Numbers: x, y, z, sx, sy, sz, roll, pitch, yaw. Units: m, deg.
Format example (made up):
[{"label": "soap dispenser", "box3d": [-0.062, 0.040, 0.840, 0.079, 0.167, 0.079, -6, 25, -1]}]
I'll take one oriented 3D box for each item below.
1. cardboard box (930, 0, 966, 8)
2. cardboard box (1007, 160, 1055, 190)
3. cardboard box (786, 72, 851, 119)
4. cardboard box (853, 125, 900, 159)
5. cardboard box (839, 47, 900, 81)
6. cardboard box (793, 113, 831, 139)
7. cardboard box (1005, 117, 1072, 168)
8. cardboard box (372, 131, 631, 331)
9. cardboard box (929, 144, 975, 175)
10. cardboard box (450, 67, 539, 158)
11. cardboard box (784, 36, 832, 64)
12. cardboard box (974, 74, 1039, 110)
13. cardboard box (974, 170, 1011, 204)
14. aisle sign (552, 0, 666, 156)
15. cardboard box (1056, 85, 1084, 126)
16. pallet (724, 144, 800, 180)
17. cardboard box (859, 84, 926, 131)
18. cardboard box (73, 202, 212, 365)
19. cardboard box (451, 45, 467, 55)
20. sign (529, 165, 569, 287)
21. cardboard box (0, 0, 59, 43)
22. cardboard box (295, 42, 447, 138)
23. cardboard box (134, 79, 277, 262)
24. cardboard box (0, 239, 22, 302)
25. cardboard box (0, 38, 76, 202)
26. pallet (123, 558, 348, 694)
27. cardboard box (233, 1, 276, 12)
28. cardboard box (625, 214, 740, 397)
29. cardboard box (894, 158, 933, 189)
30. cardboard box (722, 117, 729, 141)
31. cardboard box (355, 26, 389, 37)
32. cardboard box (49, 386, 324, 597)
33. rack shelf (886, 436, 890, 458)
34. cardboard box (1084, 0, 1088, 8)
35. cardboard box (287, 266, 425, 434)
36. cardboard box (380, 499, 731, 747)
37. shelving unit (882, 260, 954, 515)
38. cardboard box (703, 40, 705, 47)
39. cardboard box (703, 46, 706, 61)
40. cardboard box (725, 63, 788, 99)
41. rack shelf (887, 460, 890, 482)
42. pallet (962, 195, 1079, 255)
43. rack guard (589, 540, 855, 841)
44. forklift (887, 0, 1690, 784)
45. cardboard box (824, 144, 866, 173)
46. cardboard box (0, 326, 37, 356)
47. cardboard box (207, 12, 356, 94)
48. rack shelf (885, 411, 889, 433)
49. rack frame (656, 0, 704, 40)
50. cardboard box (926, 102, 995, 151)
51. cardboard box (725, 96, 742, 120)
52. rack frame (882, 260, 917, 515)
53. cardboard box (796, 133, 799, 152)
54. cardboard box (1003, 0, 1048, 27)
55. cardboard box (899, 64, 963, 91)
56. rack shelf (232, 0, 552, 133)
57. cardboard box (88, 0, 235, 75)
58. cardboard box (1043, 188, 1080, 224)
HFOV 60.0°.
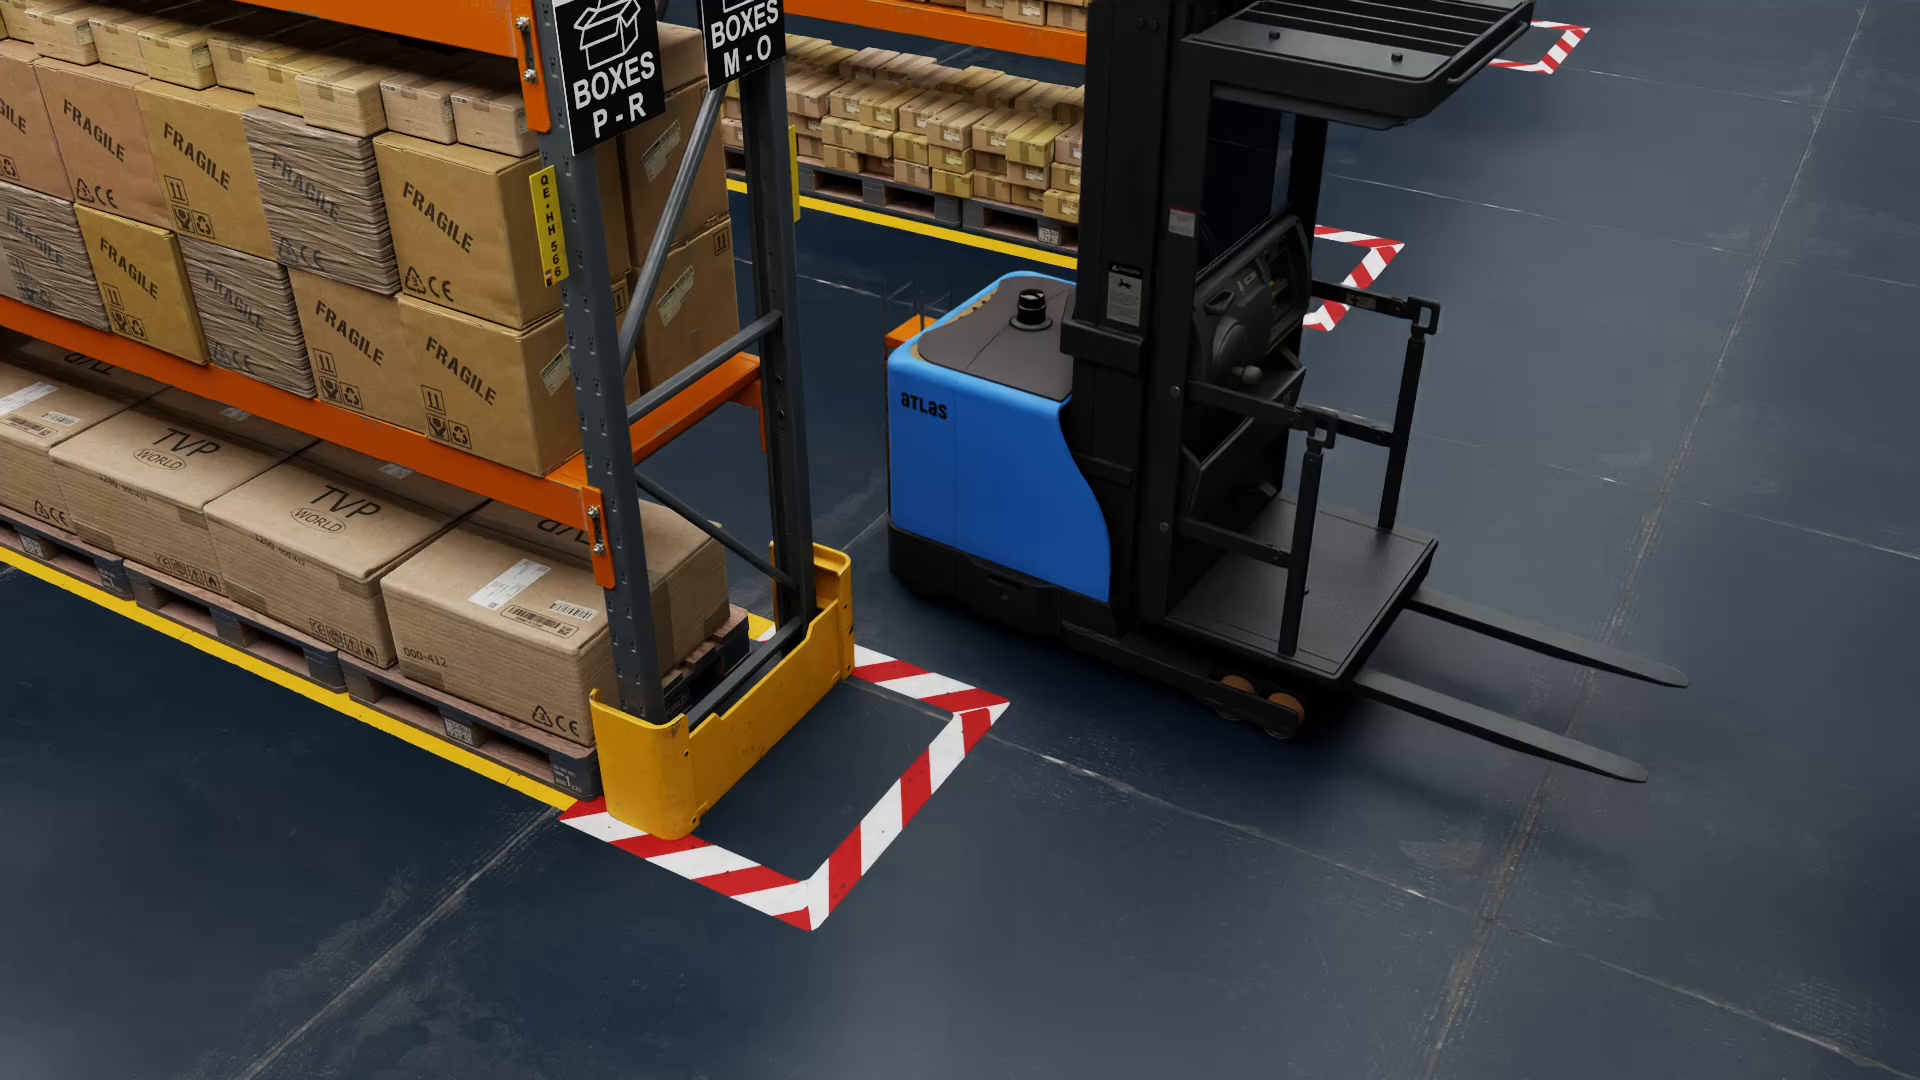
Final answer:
[{"label": "cardboard box", "box3d": [0.024, -3.195, 9.568, 0.250, 0.149, 0.380, 16, 37, 22]}, {"label": "cardboard box", "box3d": [0.470, -2.211, 9.788, 0.250, 0.149, 0.380, 16, 37, 23]}, {"label": "cardboard box", "box3d": [-0.882, -2.770, 10.360, 0.250, 0.149, 0.380, 18, 38, 25]}, {"label": "cardboard box", "box3d": [-0.452, -2.489, 10.206, 0.250, 0.149, 0.380, 18, 38, 25]}, {"label": "cardboard box", "box3d": [-0.584, -3.057, 10.791, 0.250, 0.149, 0.380, 16, 37, 22]}, {"label": "cardboard box", "box3d": [-0.841, -2.669, 10.476, 0.250, 0.149, 0.380, 19, 38, 27]}, {"label": "cardboard box", "box3d": [0.459, -2.315, 9.677, 0.250, 0.149, 0.380, 17, 37, 23]}, {"label": "cardboard box", "box3d": [-1.383, -1.015, 5.075, 0.500, 0.500, 0.500, 19, 38, 26]}, {"label": "cardboard box", "box3d": [0.014, -2.347, 9.993, 0.250, 0.149, 0.380, 18, 38, 25]}, {"label": "cardboard box", "box3d": [-1.257, -1.269, 4.872, 0.250, 0.149, 0.380, 18, 38, 25]}, {"label": "cardboard box", "box3d": [-1.051, -3.196, 11.000, 0.250, 0.149, 0.380, 17, 37, 24]}, {"label": "cardboard box", "box3d": [0.289, -2.750, 10.330, 0.250, 0.149, 0.380, 19, 38, 26]}, {"label": "cardboard box", "box3d": [0.281, -2.179, 10.009, 0.250, 0.149, 0.380, 18, 38, 25]}, {"label": "aisle sign", "box3d": [-0.937, -1.452, 4.379, 0.004, 0.787, 0.394, 18, 37, 24]}, {"label": "cardboard box", "box3d": [0.782, -2.641, 10.166, 0.250, 0.149, 0.380, 17, 37, 24]}, {"label": "pallet", "box3d": [-1.350, -2.721, 11.145, 1.213, 0.211, 1.003, 18, 37, 24]}, {"label": "cardboard box", "box3d": [-0.410, -2.648, 10.177, 0.250, 0.149, 0.380, 18, 38, 25]}, {"label": "cardboard box", "box3d": [-2.731, -1.004, 5.961, 0.500, 0.500, 0.500, 19, 38, 26]}, {"label": "cardboard box", "box3d": [-1.449, -1.662, 5.462, 0.250, 0.149, 0.380, 19, 38, 26]}, {"label": "sign", "box3d": [-1.127, -0.862, 4.580, 0.005, 0.325, 0.100, 18, 37, 24]}, {"label": "cardboard box", "box3d": [-3.040, -1.828, 5.711, 0.250, 0.149, 0.380, 17, 37, 24]}, {"label": "cardboard box", "box3d": [-1.755, -1.358, 5.005, 0.250, 0.149, 0.380, 17, 37, 24]}, {"label": "cardboard box", "box3d": [-2.279, -1.282, 5.477, 0.500, 0.500, 0.500, 17, 37, 24]}, {"label": "cardboard box", "box3d": [-3.607, -1.285, 6.384, 0.500, 0.500, 0.500, 18, 38, 25]}, {"label": "cardboard box", "box3d": [-3.151, -1.561, 5.896, 0.500, 0.500, 0.500, 18, 38, 25]}, {"label": "pallet", "box3d": [-2.634, 0.103, 6.904, 1.213, 0.211, 1.003, 18, 37, 24]}, {"label": "cardboard box", "box3d": [-2.342, -1.944, 5.886, 0.250, 0.149, 0.380, 17, 37, 23]}, {"label": "cardboard box", "box3d": [-1.120, -0.851, 5.731, 0.500, 0.500, 0.500, 17, 37, 24]}, {"label": "cardboard box", "box3d": [-0.199, -2.304, 10.197, 0.250, 0.149, 0.380, 18, 38, 25]}, {"label": "cardboard box", "box3d": [-1.563, -2.709, 10.805, 0.250, 0.149, 0.380, 19, 38, 26]}, {"label": "cardboard box", "box3d": [-1.940, -1.773, 5.628, 0.250, 0.149, 0.380, 18, 38, 25]}, {"label": "cardboard box", "box3d": [-3.050, -0.277, 6.893, 0.875, 0.438, 0.875, 16, 37, 23]}, {"label": "rack shelf", "box3d": [-0.168, -0.424, 7.101, 0.180, 0.103, 0.258, 20, 38, 27]}, {"label": "cardboard box", "box3d": [1.004, -3.114, 8.861, 0.500, 0.500, 0.500, 18, 38, 25]}, {"label": "cardboard box", "box3d": [-1.824, -0.731, 5.551, 0.500, 0.500, 0.500, 17, 37, 23]}, {"label": "cardboard box", "box3d": [-1.469, 0.219, 6.147, 0.875, 0.438, 0.875, 16, 37, 23]}, {"label": "shelving unit", "box3d": [-0.168, -0.561, 7.010, 0.189, 1.200, 0.258, 20, 38, 27]}, {"label": "cardboard box", "box3d": [-1.513, -3.312, 11.174, 0.250, 0.149, 0.380, 19, 38, 26]}, {"label": "cardboard box", "box3d": [-1.754, -3.090, 10.841, 0.250, 0.149, 0.380, 19, 38, 26]}, {"label": "cardboard box", "box3d": [-1.301, -2.940, 10.615, 0.250, 0.149, 0.380, 17, 37, 24]}, {"label": "rack shelf", "box3d": [-0.168, -0.324, 7.167, 0.180, 0.103, 0.258, 20, 38, 27]}, {"label": "pallet", "box3d": [0.769, -2.050, 10.137, 1.213, 0.211, 1.003, 18, 37, 24]}, {"label": "rack guard", "box3d": [-0.825, 0.508, 6.036, 0.348, 0.500, 1.175, 18, 37, 24]}, {"label": "forklift", "box3d": [1.220, -0.823, 5.842, 3.031, 2.935, 1.130, 20, 38, 27]}, {"label": "cardboard box", "box3d": [-0.647, -2.445, 10.409, 0.250, 0.149, 0.380, 17, 37, 23]}, {"label": "cardboard box", "box3d": [-4.897, -1.061, 7.676, 0.875, 0.875, 0.875, 19, 38, 26]}, {"label": "cardboard box", "box3d": [-2.145, -1.553, 5.298, 0.250, 0.149, 0.380, 17, 37, 24]}, {"label": "rack shelf", "box3d": [-0.168, -0.524, 7.034, 0.180, 0.103, 0.258, 20, 38, 27]}, {"label": "rack frame", "box3d": [-1.951, -4.049, 10.624, 0.127, 3.000, 1.000, 18, 37, 24]}, {"label": "cardboard box", "box3d": [0.005, -2.464, 9.900, 0.250, 0.149, 0.380, 19, 38, 26]}, {"label": "cardboard box", "box3d": [-1.301, -2.831, 10.720, 0.250, 0.149, 0.380, 17, 37, 24]}, {"label": "rack frame", "box3d": [-0.245, -0.588, 7.051, 0.006, 1.200, 0.240, 20, 38, 27]}, {"label": "cardboard box", "box3d": [-1.076, -2.620, 10.671, 0.250, 0.149, 0.380, 17, 37, 23]}, {"label": "cardboard box", "box3d": [0.443, -3.005, 9.283, 0.250, 0.149, 0.380, 19, 38, 26]}, {"label": "cardboard box", "box3d": [-0.182, -2.868, 10.507, 0.250, 0.149, 0.380, 18, 38, 25]}, {"label": "rack shelf", "box3d": [-2.583, -2.038, 5.547, 4.000, 0.370, 1.077, 18, 37, 24]}, {"label": "cardboard box", "box3d": [-2.611, -1.675, 5.481, 0.250, 0.149, 0.380, 19, 38, 26]}, {"label": "cardboard box", "box3d": [0.688, -2.003, 9.745, 0.250, 0.149, 0.380, 19, 38, 26]}]
